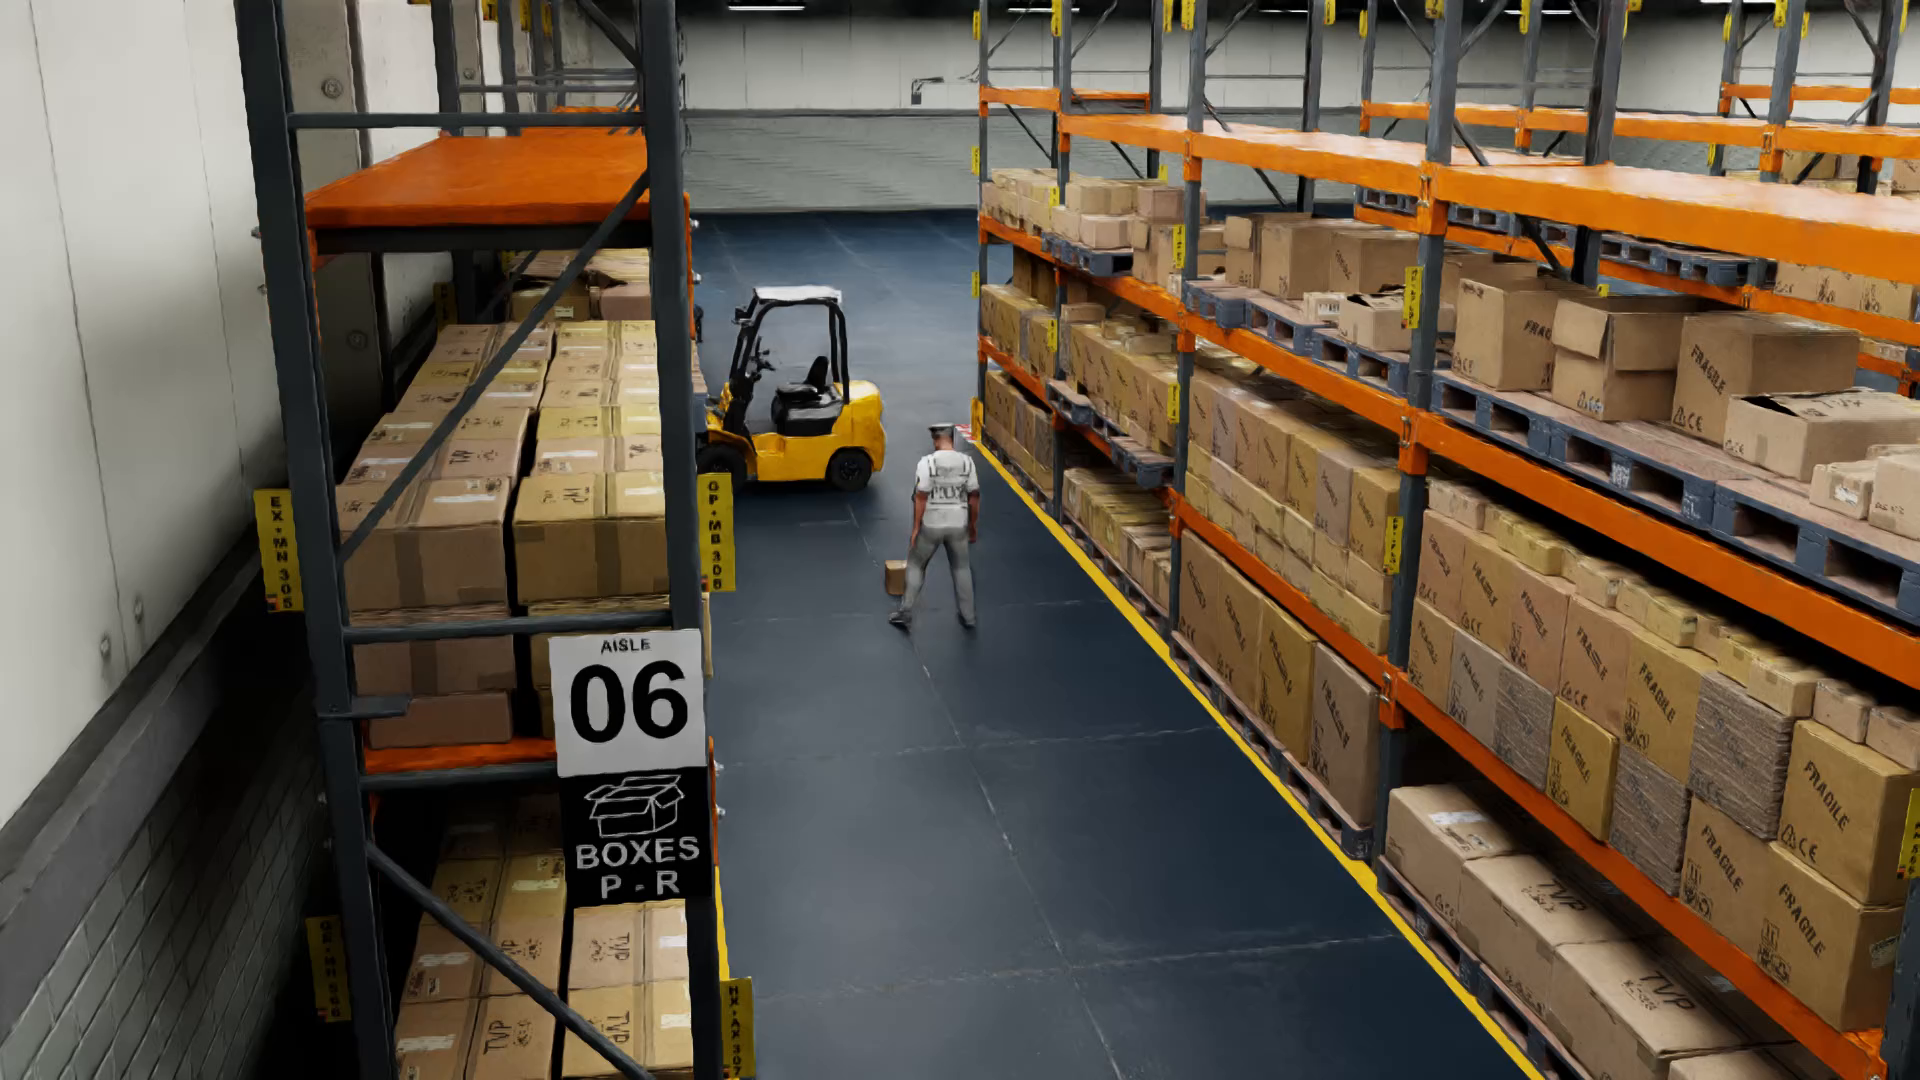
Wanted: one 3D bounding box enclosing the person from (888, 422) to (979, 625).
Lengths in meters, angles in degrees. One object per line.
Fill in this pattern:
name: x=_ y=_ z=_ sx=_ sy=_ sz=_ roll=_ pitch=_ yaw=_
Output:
person: x=-0.211 y=-0.124 z=13.901 sx=0.714 sy=1.740 sz=0.495 roll=-6 pitch=17 yaw=-21
